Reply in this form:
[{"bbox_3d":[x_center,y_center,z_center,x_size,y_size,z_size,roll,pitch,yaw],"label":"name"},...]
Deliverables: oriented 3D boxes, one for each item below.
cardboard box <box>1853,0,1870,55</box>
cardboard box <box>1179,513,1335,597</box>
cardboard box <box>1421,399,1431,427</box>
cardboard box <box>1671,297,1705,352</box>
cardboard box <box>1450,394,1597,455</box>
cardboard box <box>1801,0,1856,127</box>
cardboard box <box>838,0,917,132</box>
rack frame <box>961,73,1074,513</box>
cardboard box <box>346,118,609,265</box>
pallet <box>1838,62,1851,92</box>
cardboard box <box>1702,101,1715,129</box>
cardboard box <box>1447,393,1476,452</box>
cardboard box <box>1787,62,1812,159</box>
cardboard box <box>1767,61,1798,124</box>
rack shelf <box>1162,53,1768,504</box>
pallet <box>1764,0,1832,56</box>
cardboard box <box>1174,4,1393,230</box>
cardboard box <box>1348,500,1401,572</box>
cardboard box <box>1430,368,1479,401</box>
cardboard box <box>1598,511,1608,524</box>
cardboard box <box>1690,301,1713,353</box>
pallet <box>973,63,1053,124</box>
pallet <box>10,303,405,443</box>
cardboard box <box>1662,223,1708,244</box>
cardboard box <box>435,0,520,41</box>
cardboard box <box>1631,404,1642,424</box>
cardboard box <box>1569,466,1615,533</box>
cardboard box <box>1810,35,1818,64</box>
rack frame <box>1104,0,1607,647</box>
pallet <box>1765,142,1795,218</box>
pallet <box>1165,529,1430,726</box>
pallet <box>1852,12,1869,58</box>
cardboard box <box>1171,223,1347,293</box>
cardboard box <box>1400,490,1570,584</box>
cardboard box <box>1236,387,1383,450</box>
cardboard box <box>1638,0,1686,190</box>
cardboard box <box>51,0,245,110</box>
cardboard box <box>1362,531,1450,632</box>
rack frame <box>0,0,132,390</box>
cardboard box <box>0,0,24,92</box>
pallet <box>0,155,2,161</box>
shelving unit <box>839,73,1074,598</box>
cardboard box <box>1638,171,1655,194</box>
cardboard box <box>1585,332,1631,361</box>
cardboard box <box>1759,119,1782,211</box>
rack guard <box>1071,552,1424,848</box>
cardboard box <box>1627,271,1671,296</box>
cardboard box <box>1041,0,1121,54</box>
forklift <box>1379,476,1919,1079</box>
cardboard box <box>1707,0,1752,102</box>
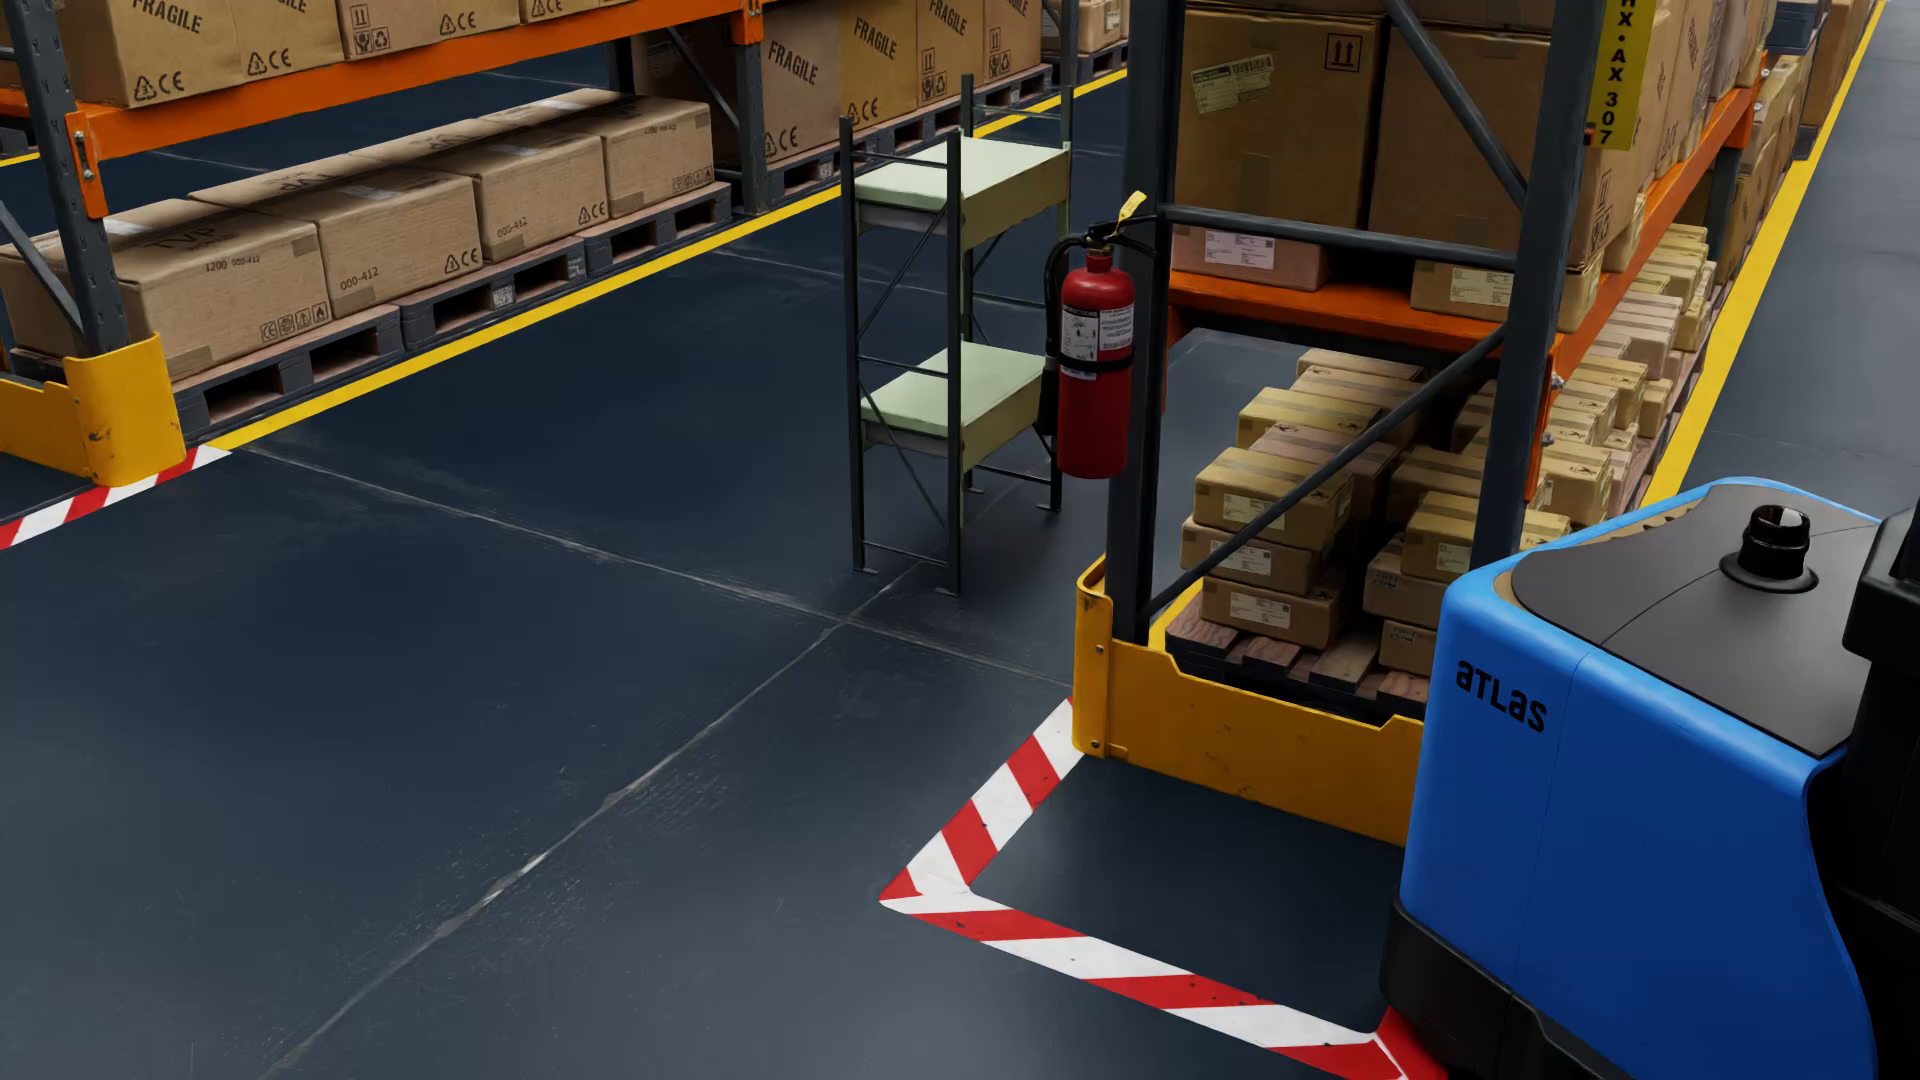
[{"bbox_3d":[6.519,-4.274,12.981,1.050,0.750,0.750,14,30,26],"label":"cardboard box"},{"bbox_3d":[0.854,0.008,4.766,0.380,0.149,0.250,13,30,25],"label":"cardboard box"},{"bbox_3d":[1.351,-0.399,5.580,0.380,0.149,0.250,15,30,27],"label":"cardboard box"},{"bbox_3d":[2.693,-0.873,6.526,0.380,0.149,0.250,13,29,24],"label":"cardboard box"},{"bbox_3d":[1.712,-0.304,5.058,0.380,0.149,0.250,13,29,24],"label":"cardboard box"},{"bbox_3d":[5.156,-3.194,10.824,1.050,0.750,0.750,14,30,25],"label":"cardboard box"},{"bbox_3d":[-0.876,-3.137,10.571,0.875,0.875,0.875,15,30,28],"label":"cardboard box"},{"bbox_3d":[0.183,-0.816,5.704,0.400,1.500,0.023,14,30,26],"label":"rack frame"},{"bbox_3d":[-2.391,-1.759,8.306,0.875,0.438,0.875,13,29,25],"label":"cardboard box"},{"bbox_3d":[6.432,-3.790,13.085,1.003,0.211,1.213,14,30,26],"label":"pallet"},{"bbox_3d":[2.402,-1.538,5.752,0.380,0.149,0.250,13,29,24],"label":"cardboard box"},{"bbox_3d":[1.686,-0.444,6.002,0.380,0.149,0.250,15,30,28],"label":"cardboard box"},{"bbox_3d":[4.682,-2.551,9.818,0.500,0.500,0.500,14,30,26],"label":"cardboard box"},{"bbox_3d":[3.918,-2.277,8.434,0.500,0.250,0.500,15,30,28],"label":"cardboard box"},{"bbox_3d":[1.826,-1.135,5.470,1.077,0.370,4.000,14,30,26],"label":"rack shelf"},{"bbox_3d":[3.313,-2.416,7.440,1.003,0.211,1.213,14,30,26],"label":"pallet"},{"bbox_3d":[0.839,-1.087,4.126,0.500,0.500,0.500,15,30,27],"label":"cardboard box"},{"bbox_3d":[1.163,-0.048,5.210,0.380,0.149,0.250,14,30,26],"label":"cardboard box"},{"bbox_3d":[1.565,-0.615,5.678,0.380,0.149,0.250,13,29,24],"label":"cardboard box"},{"bbox_3d":[1.774,-0.018,5.150,0.380,0.149,0.250,15,30,27],"label":"cardboard box"},{"bbox_3d":[2.914,-0.921,6.955,0.380,0.149,0.250,15,30,27],"label":"cardboard box"},{"bbox_3d":[-0.035,-3.308,12.123,1.003,0.211,1.213,14,30,26],"label":"pallet"},{"bbox_3d":[-3.192,-0.810,7.132,1.003,0.211,1.213,14,30,26],"label":"pallet"},{"bbox_3d":[2.862,-1.219,6.886,0.380,0.149,0.250,15,30,28],"label":"cardboard box"},{"bbox_3d":[-2.309,-2.493,7.267,0.500,0.500,0.500,15,30,28],"label":"cardboard box"},{"bbox_3d":[2.218,-0.431,5.976,0.380,0.149,0.250,15,30,27],"label":"cardboard box"},{"bbox_3d":[1.772,-0.156,5.094,0.380,0.149,0.250,15,30,28],"label":"cardboard box"},{"bbox_3d":[4.670,-2.876,9.630,0.500,0.250,0.500,13,30,25],"label":"cardboard box"},{"bbox_3d":[0.842,-0.677,3.752,1.000,3.000,0.127,14,30,26],"label":"rack frame"},{"bbox_3d":[4.392,-2.244,9.997,1.003,0.211,1.213,14,30,26],"label":"pallet"},{"bbox_3d":[1.310,0.231,5.052,1.003,0.211,1.213,14,30,26],"label":"pallet"},{"bbox_3d":[7.188,-4.386,14.276,1.003,0.211,1.213,14,30,26],"label":"pallet"},{"bbox_3d":[0.757,-0.754,4.186,0.380,0.149,0.250,14,30,26],"label":"cardboard box"},{"bbox_3d":[1.396,0.014,4.421,0.380,0.149,0.250,13,29,24],"label":"cardboard box"},{"bbox_3d":[1.073,-0.333,5.114,0.380,0.149,0.250,13,30,25],"label":"cardboard box"},{"bbox_3d":[1.545,-1.183,4.319,0.500,0.500,0.500,14,30,26],"label":"cardboard box"},{"bbox_3d":[-3.031,-1.896,6.076,0.500,0.500,0.500,14,30,26],"label":"cardboard box"},{"bbox_3d":[1.324,0.129,4.525,0.380,0.149,0.250,16,31,28],"label":"cardboard box"},{"bbox_3d":[-3.517,-1.728,5.851,1.000,3.000,0.127,14,30,26],"label":"rack frame"},{"bbox_3d":[-3.510,-2.019,6.320,0.500,0.500,0.500,14,30,26],"label":"cardboard box"},{"bbox_3d":[-6.810,-2.387,10.282,1.003,0.211,1.213,14,30,26],"label":"pallet"},{"bbox_3d":[0.003,-0.673,5.419,0.431,1.500,0.755,14,30,26],"label":"shelving unit"},{"bbox_3d":[1.864,-1.142,4.961,0.380,0.149,0.250,14,30,25],"label":"cardboard box"},{"bbox_3d":[2.066,-0.622,5.693,0.380,0.149,0.250,14,30,26],"label":"cardboard box"},{"bbox_3d":[3.909,-1.949,8.617,0.500,0.500,0.500,15,30,27],"label":"cardboard box"},{"bbox_3d":[0.880,0.411,4.371,1.175,0.500,0.348,14,30,26],"label":"rack guard"},{"bbox_3d":[2.459,-0.928,6.305,0.380,0.149,0.250,15,30,28],"label":"cardboard box"},{"bbox_3d":[0.705,-4.076,13.009,0.950,0.372,0.625,12,29,23],"label":"cardboard box"},{"bbox_3d":[2.142,0.159,2.158,1.130,2.935,3.031,-16,31,-29],"label":"forklift"},{"bbox_3d":[2.316,-1.767,5.486,0.500,0.500,0.500,14,30,26],"label":"cardboard box"}]
